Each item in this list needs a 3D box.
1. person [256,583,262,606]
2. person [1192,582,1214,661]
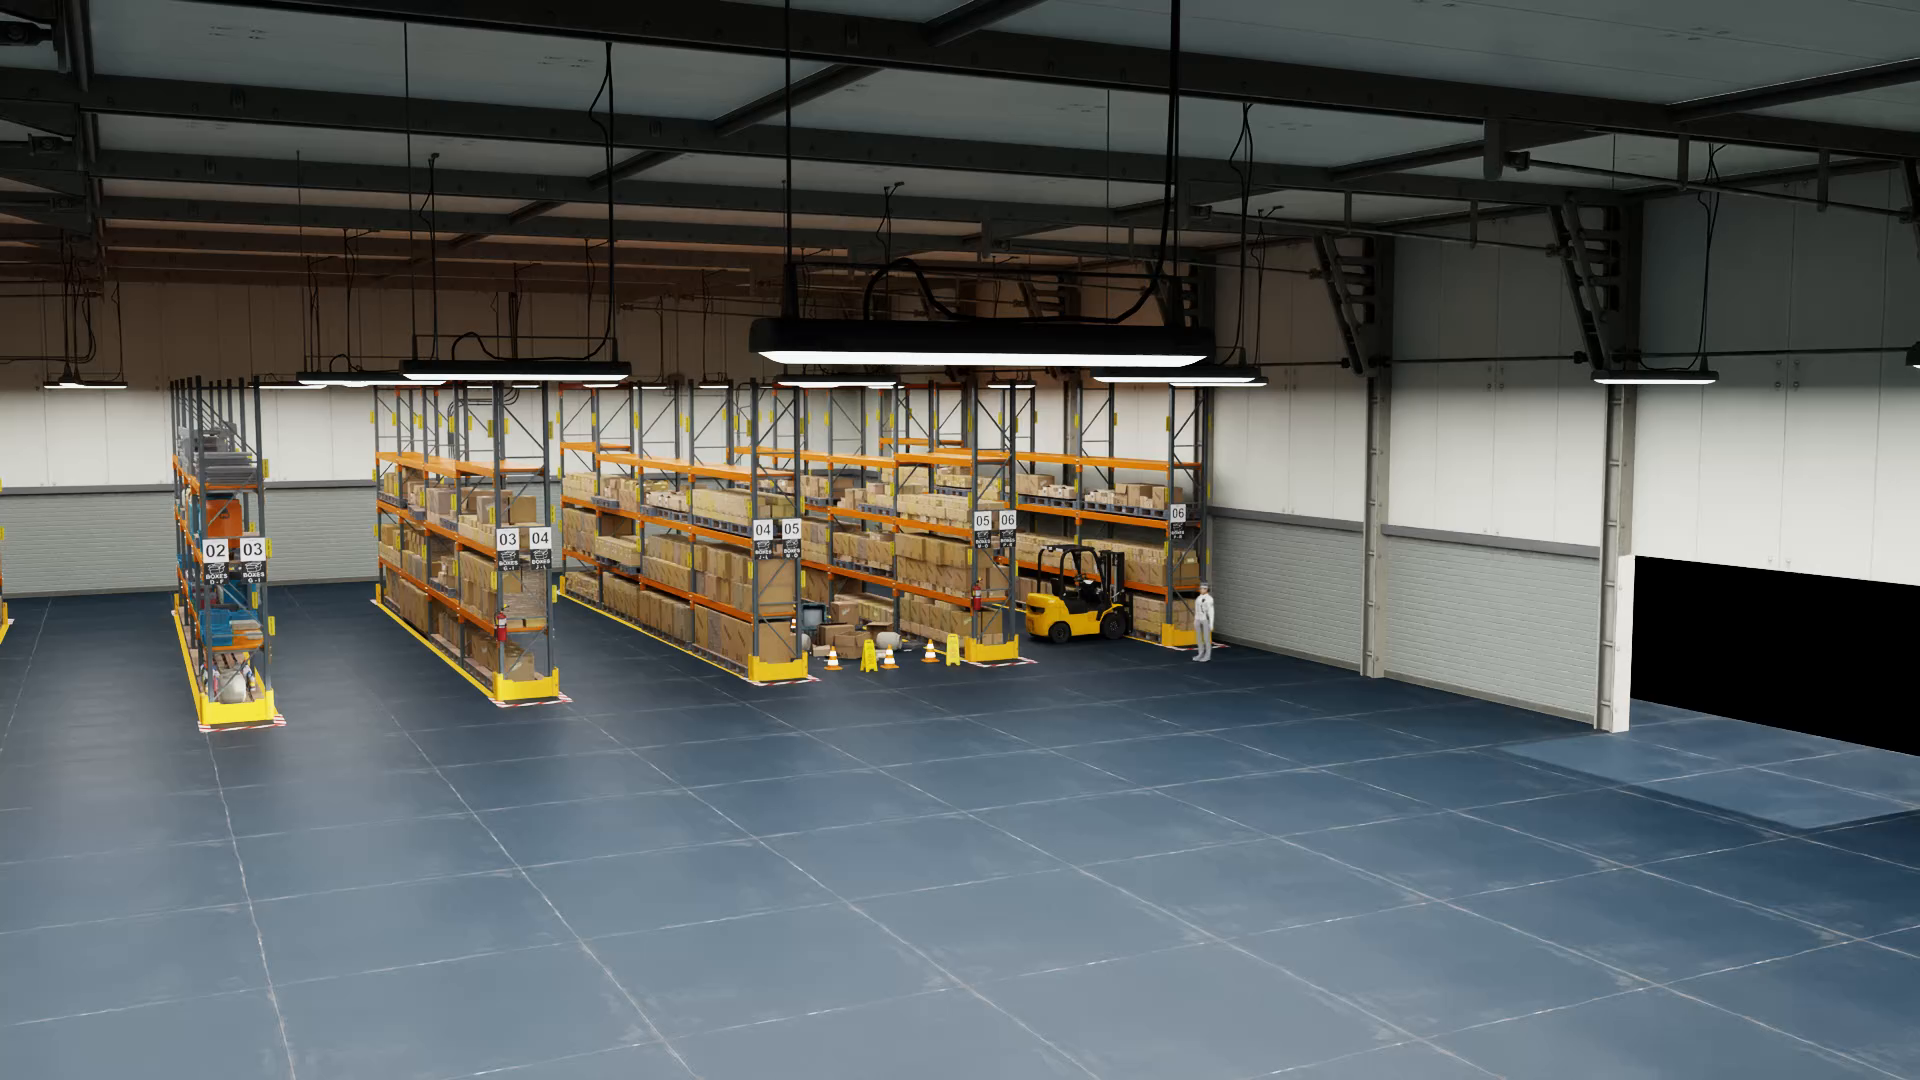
[{"bbox_3d":[-19.051,0.896,44.611,0.497,1.747,1.012,-4,7,-39],"label":"person"},{"bbox_3d":[5.178,1.732,35.364,0.343,1.687,0.552,-3,6,-33],"label":"person"}]
